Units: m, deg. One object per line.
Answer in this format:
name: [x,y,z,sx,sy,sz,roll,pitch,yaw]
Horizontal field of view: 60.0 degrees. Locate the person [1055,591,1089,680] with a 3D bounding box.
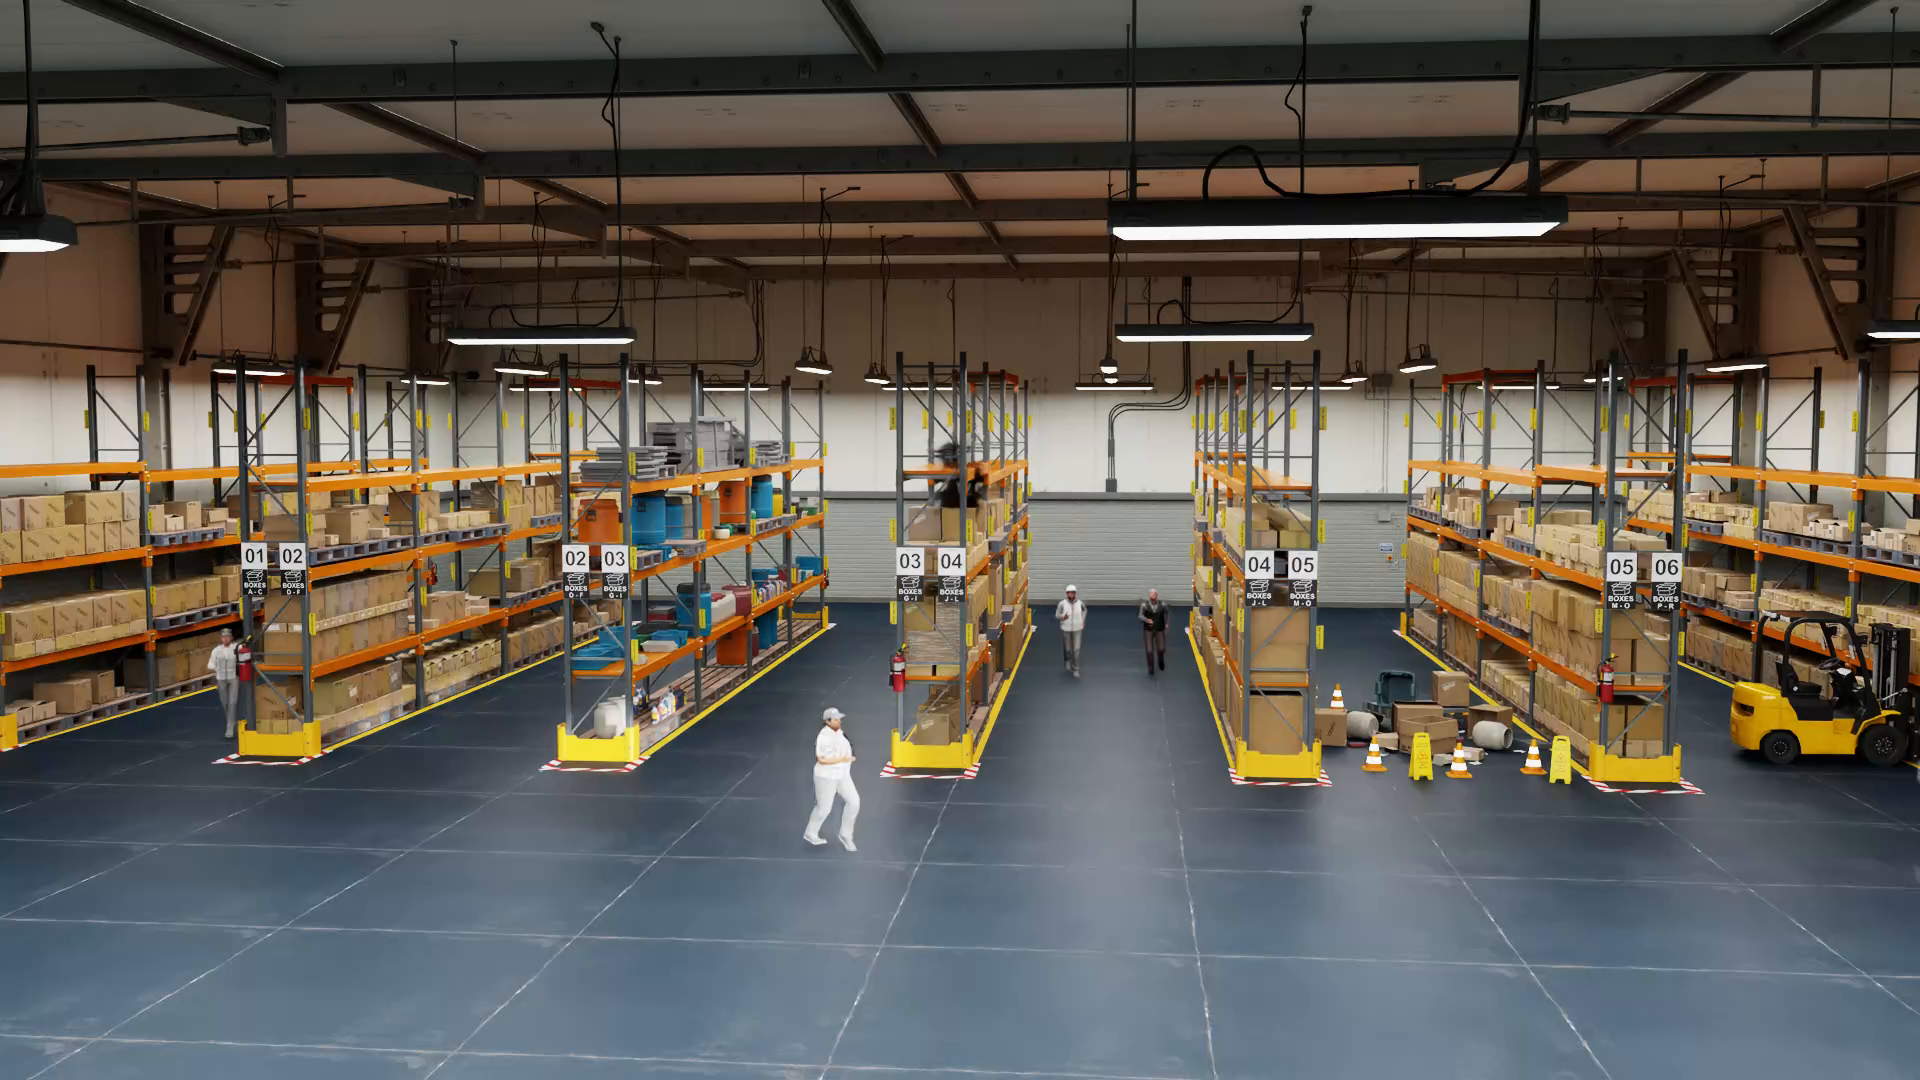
person: [2.180,1.852,32.191,0.652,1.728,0.569,0,4,-3]

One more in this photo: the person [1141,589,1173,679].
person: [3.868,1.810,32.601,0.665,1.706,0.951,0,4,-1]

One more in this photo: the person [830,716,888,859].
person: [-1.141,2.841,19.169,0.685,1.643,0.608,2,5,27]

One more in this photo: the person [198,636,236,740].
person: [-11.650,2.324,26.085,0.608,1.656,0.540,-1,4,-14]
